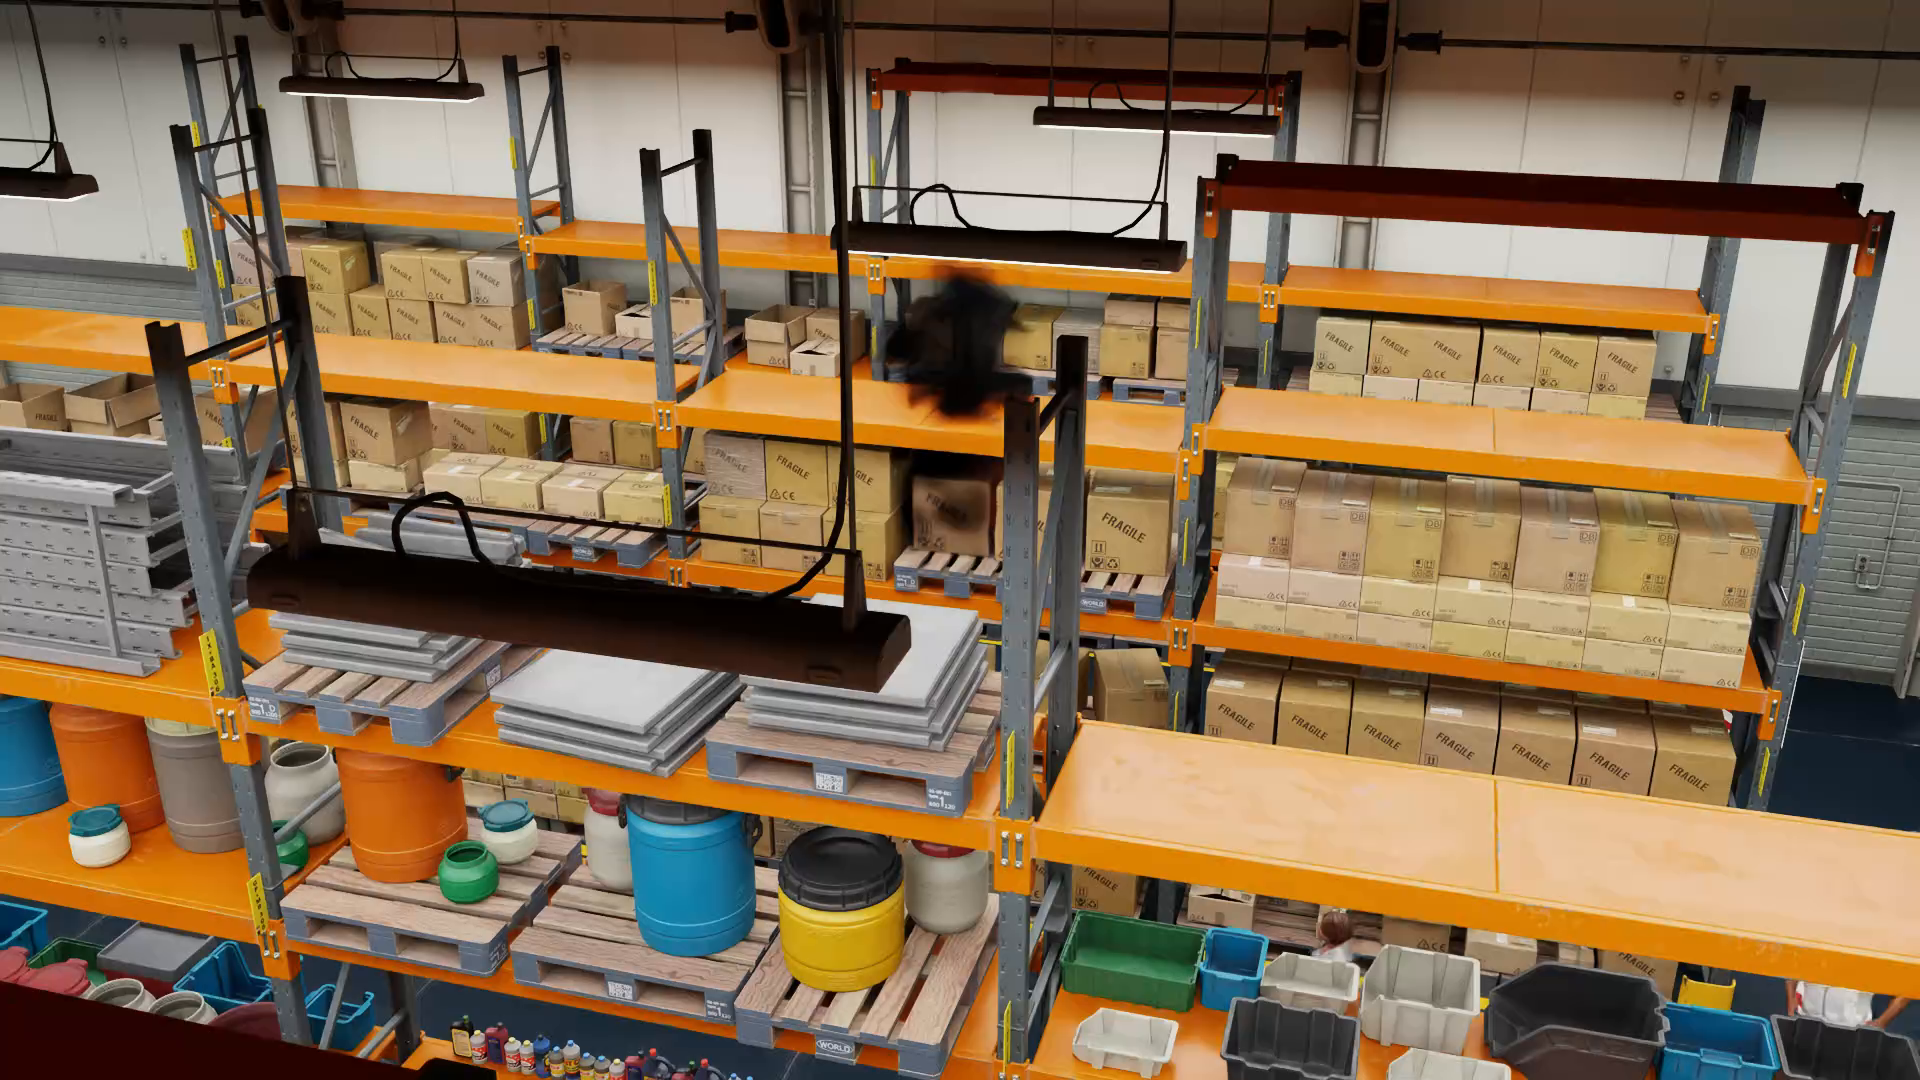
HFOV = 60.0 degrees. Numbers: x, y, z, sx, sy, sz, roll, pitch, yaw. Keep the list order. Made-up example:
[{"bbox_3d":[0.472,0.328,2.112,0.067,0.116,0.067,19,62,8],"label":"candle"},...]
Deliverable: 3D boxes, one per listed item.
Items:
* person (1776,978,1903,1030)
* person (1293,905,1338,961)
[{"bbox_3d":[5.658,3.200,10.880,0.599,1.719,0.730,-13,26,-28],"label":"person"},{"bbox_3d":[2.346,3.055,11.142,0.645,1.440,0.533,3,23,8],"label":"person"}]
